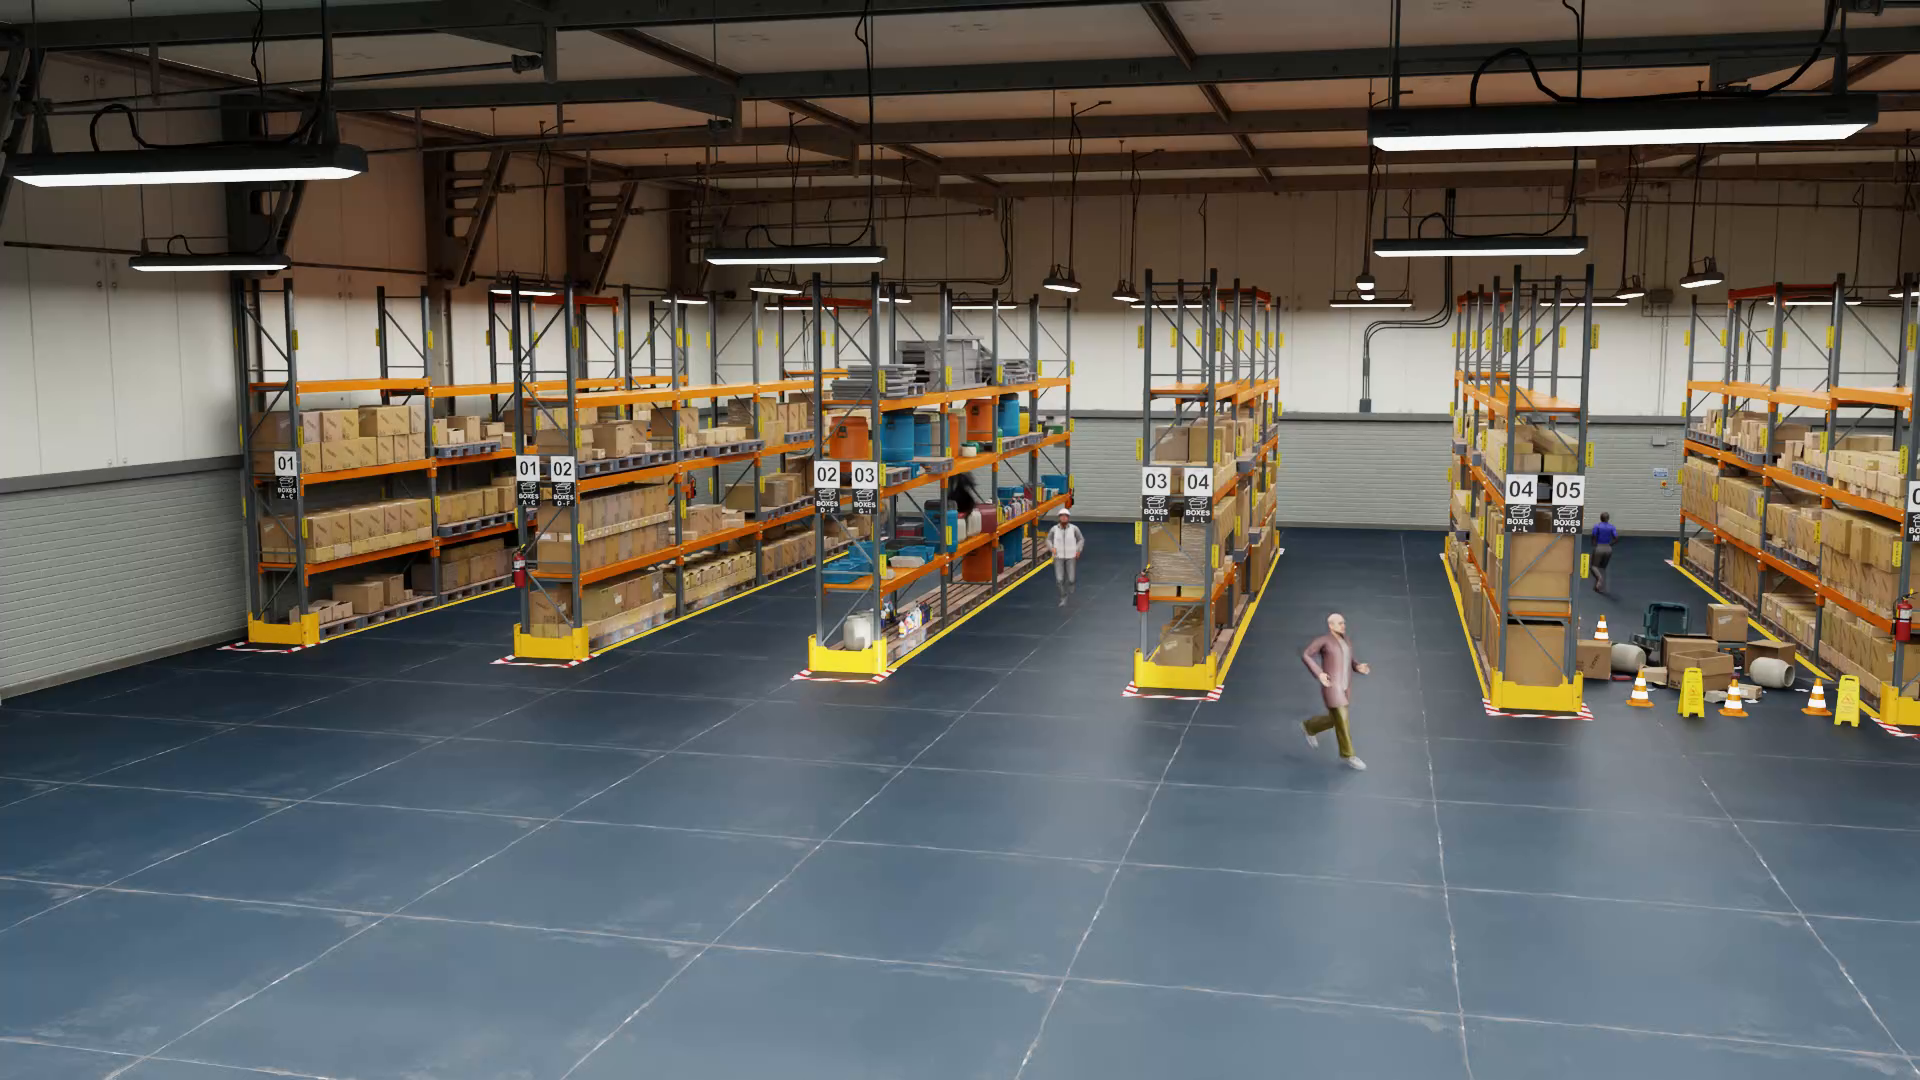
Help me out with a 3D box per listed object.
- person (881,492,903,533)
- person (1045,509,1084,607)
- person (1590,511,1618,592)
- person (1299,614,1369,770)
[{"bbox_3d":[-1.800,-0.955,42.602,0.921,1.760,0.677,4,8,29],"label":"person"},{"bbox_3d":[1.866,0.309,29.666,0.702,1.747,0.583,0,7,3],"label":"person"},{"bbox_3d":[12.819,0.231,33.171,0.555,1.609,0.550,0,7,2],"label":"person"},{"bbox_3d":[4.434,1.761,19.769,0.710,1.786,1.025,-6,9,-40],"label":"person"}]
